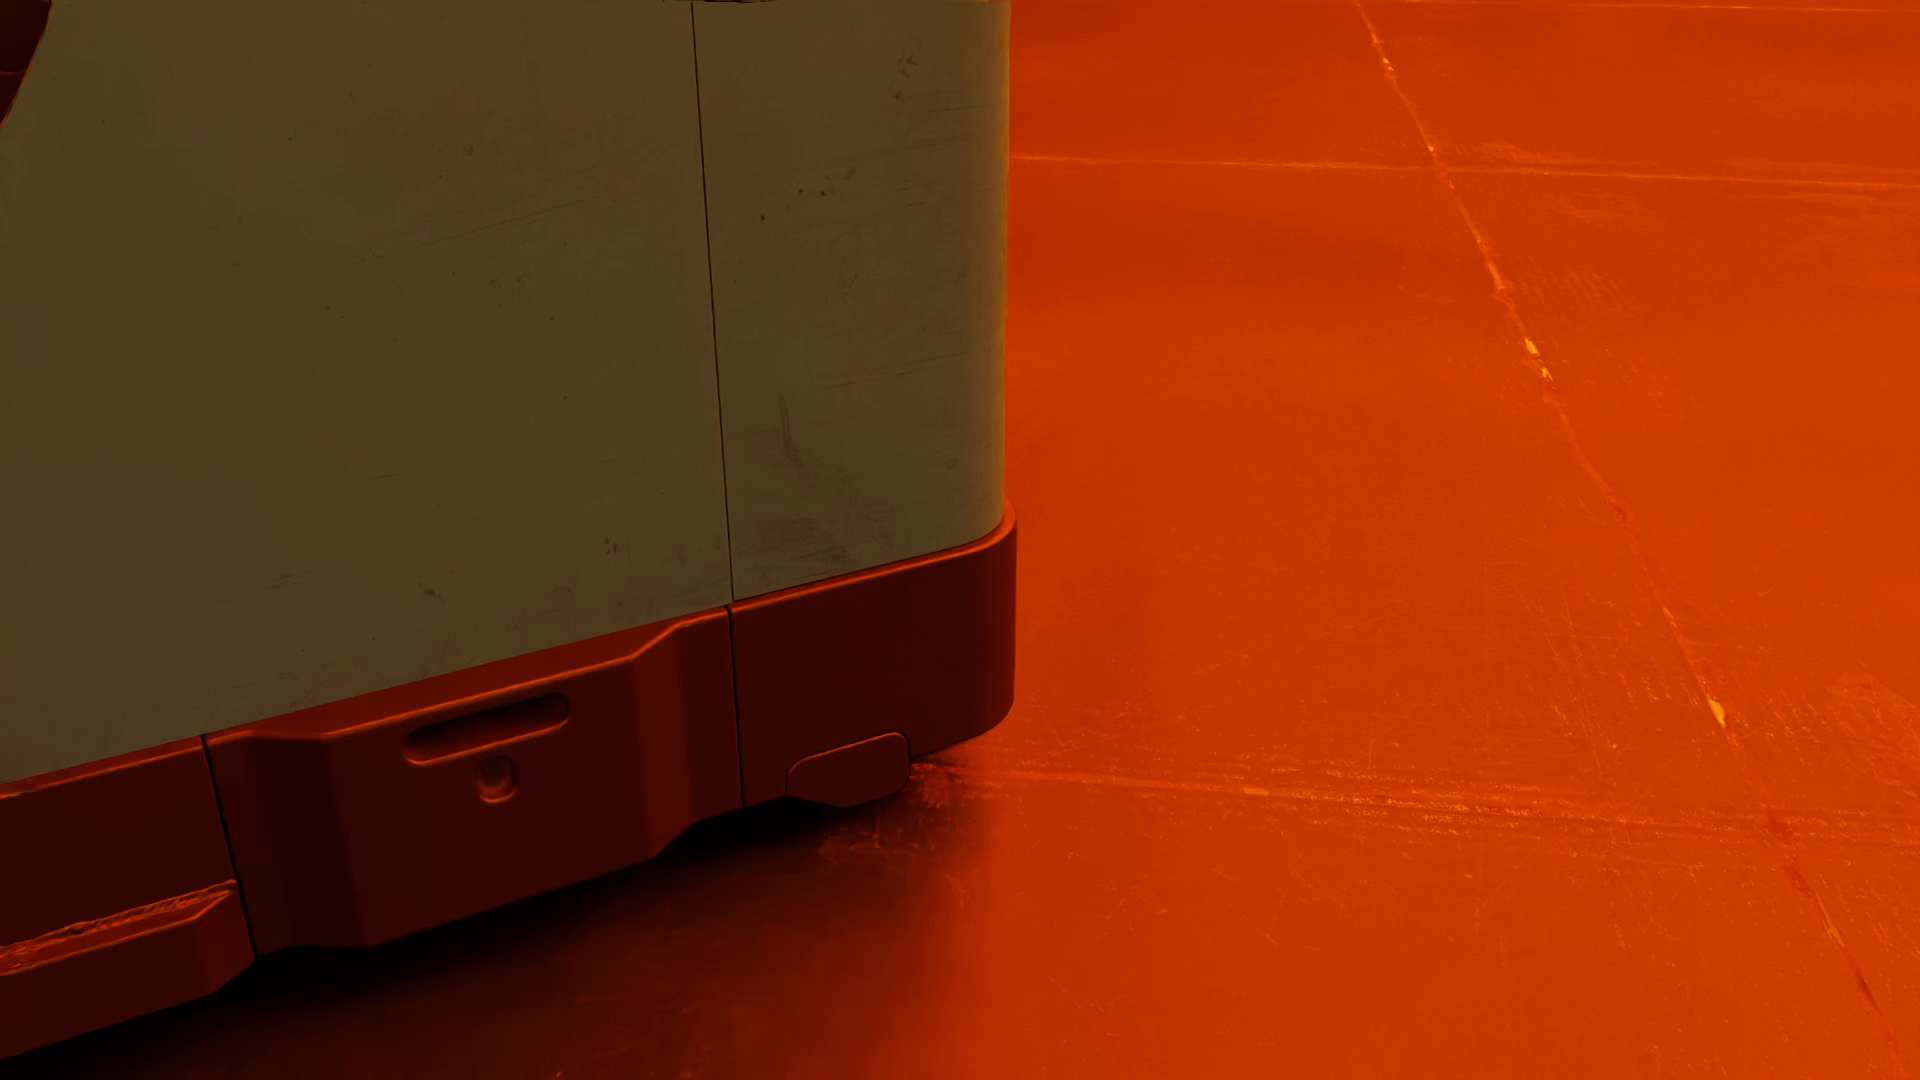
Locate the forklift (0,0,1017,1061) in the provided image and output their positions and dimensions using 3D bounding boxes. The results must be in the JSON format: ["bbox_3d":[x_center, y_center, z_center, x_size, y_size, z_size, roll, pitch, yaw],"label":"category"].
[{"bbox_3d":[-1.478,-0.922,1.065,3.031,2.935,1.130,-14,30,-26],"label":"forklift"}]
